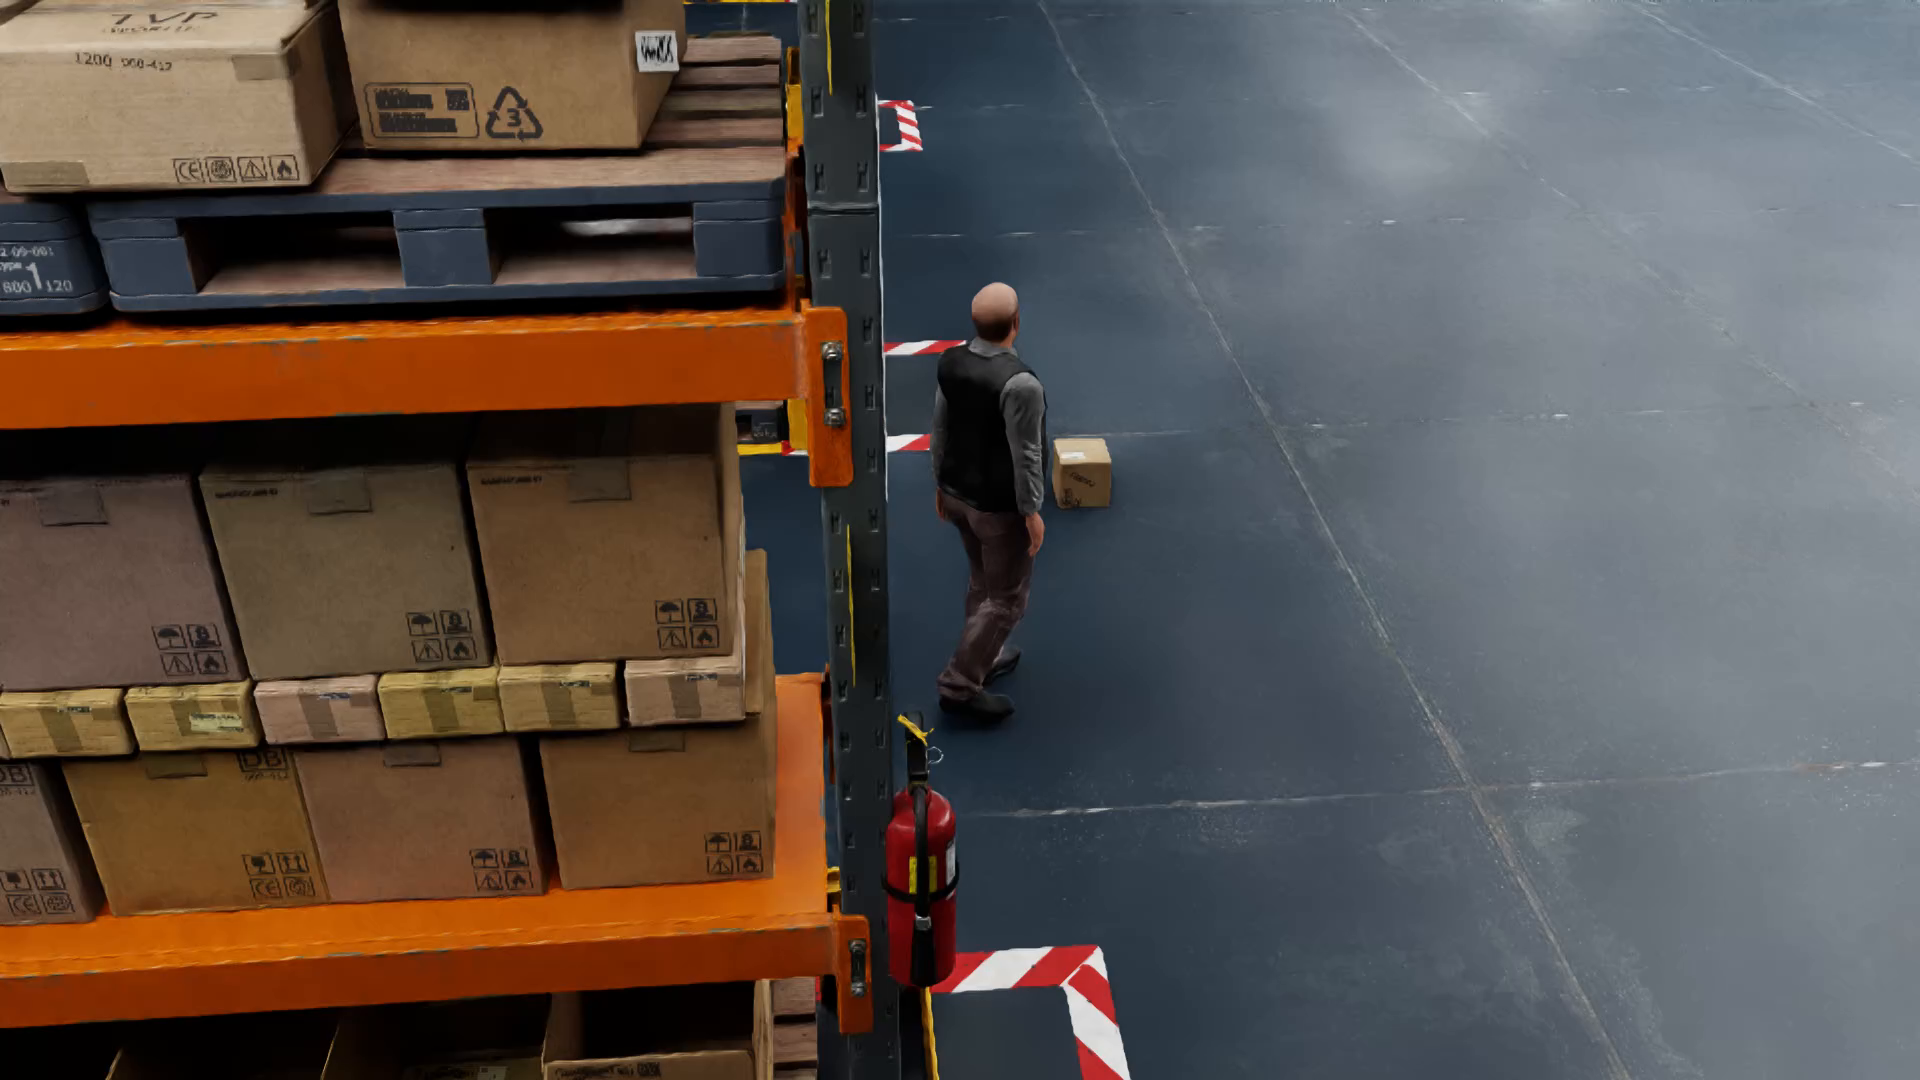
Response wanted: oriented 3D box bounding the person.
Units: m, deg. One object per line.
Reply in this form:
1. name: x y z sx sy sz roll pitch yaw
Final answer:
1. person: 0.071 -0.134 6.384 0.545 1.709 0.579 -23 38 -33
